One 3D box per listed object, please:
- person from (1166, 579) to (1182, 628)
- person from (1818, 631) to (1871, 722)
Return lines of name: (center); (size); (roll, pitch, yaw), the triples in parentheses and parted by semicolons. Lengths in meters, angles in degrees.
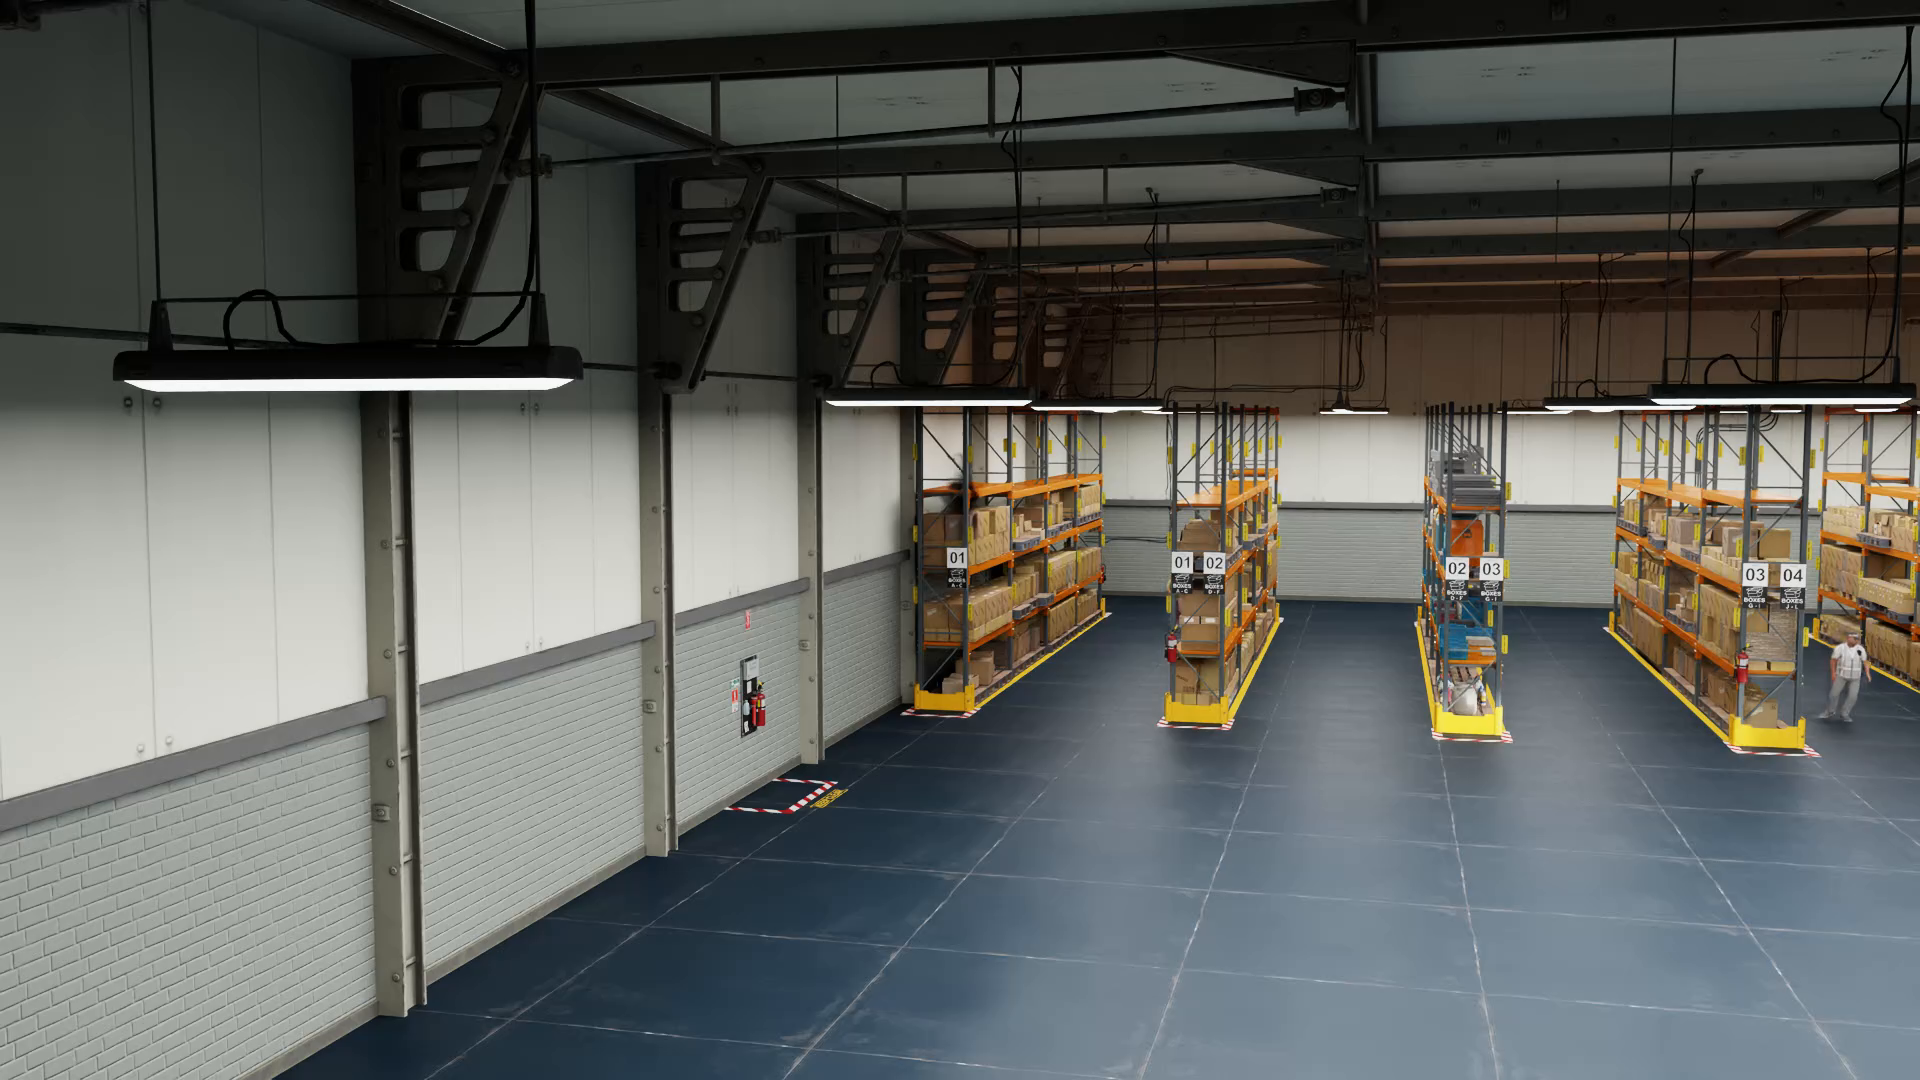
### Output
person: (5.836, 1.592, 44.878); (0.512, 1.616, 0.914); (1, 4, 10)
person: (16.613, 2.557, 31.208); (0.786, 1.725, 0.588); (1, 4, 12)
